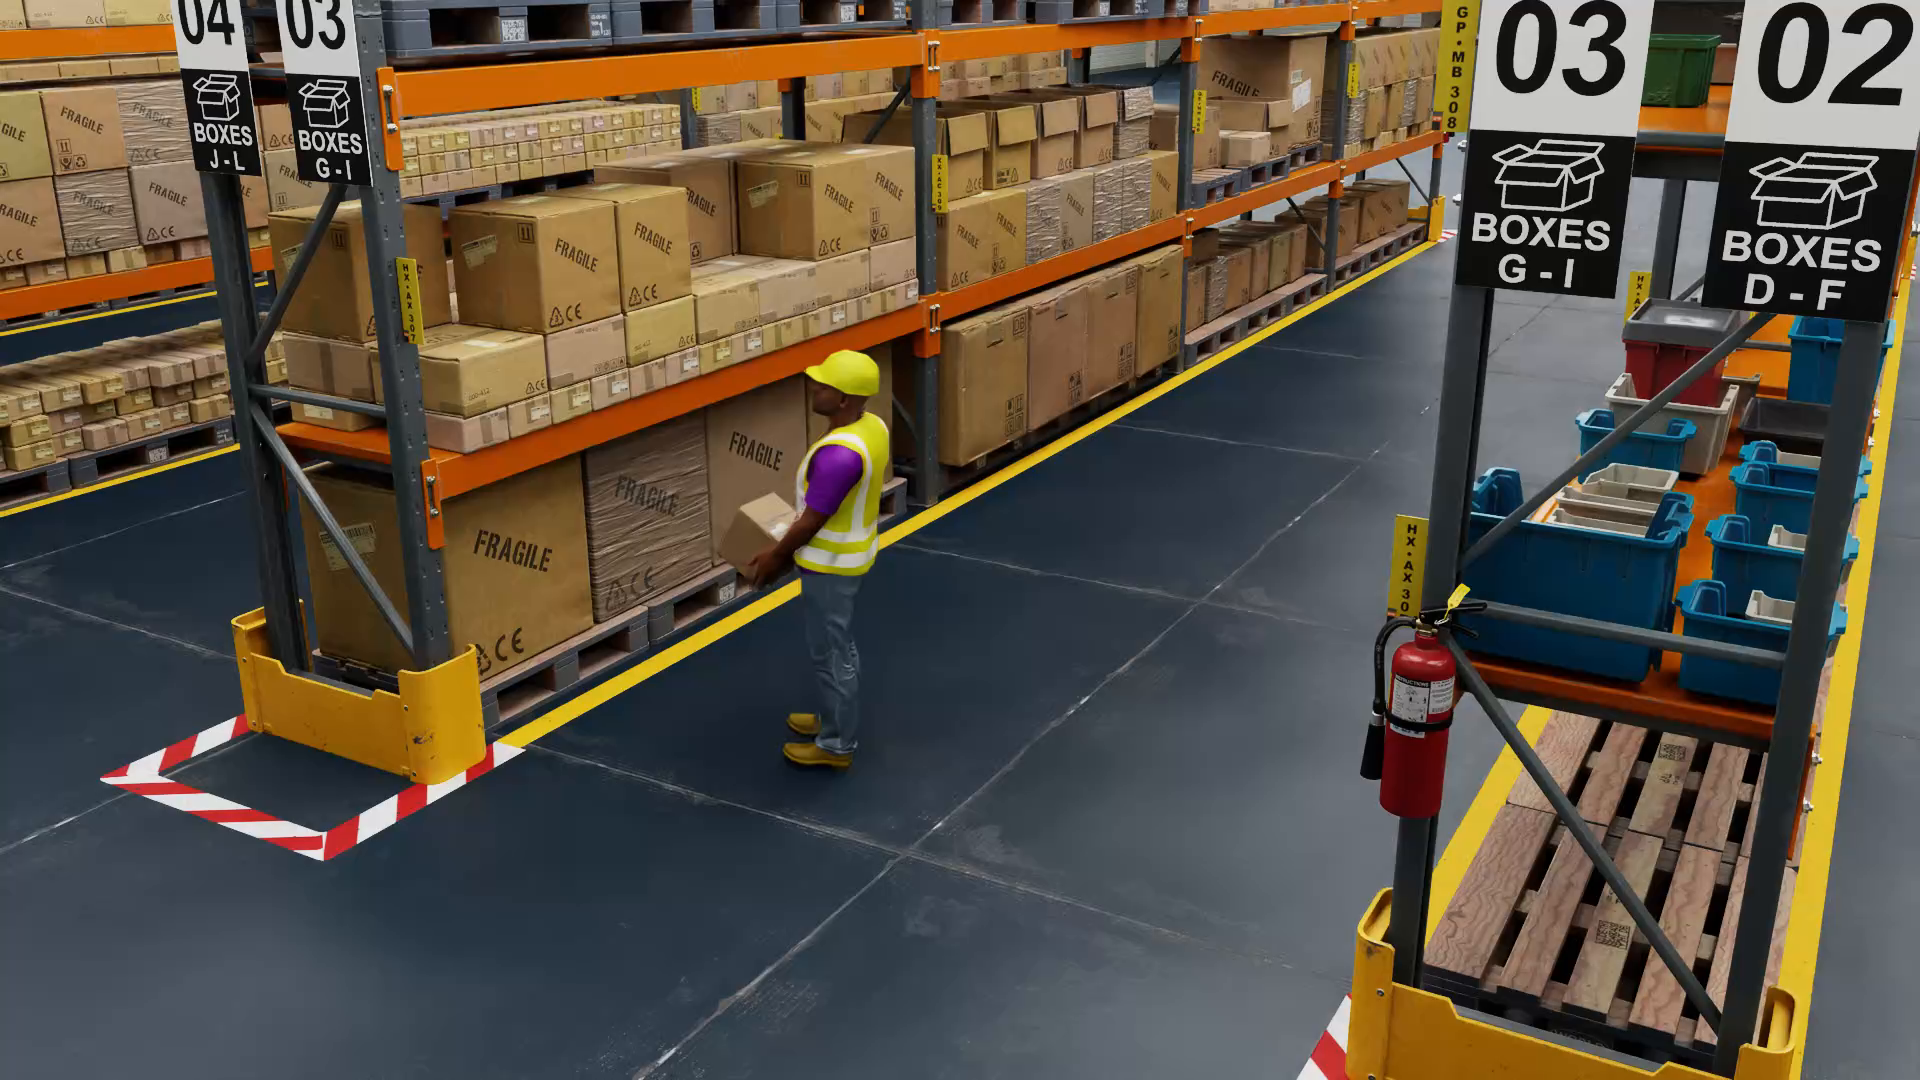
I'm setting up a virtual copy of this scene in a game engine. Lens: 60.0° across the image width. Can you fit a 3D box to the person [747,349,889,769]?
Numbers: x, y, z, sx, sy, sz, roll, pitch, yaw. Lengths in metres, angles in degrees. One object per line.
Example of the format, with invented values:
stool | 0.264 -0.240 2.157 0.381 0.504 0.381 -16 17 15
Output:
person | -0.568 0.080 6.794 0.539 1.772 0.582 3 19 8
